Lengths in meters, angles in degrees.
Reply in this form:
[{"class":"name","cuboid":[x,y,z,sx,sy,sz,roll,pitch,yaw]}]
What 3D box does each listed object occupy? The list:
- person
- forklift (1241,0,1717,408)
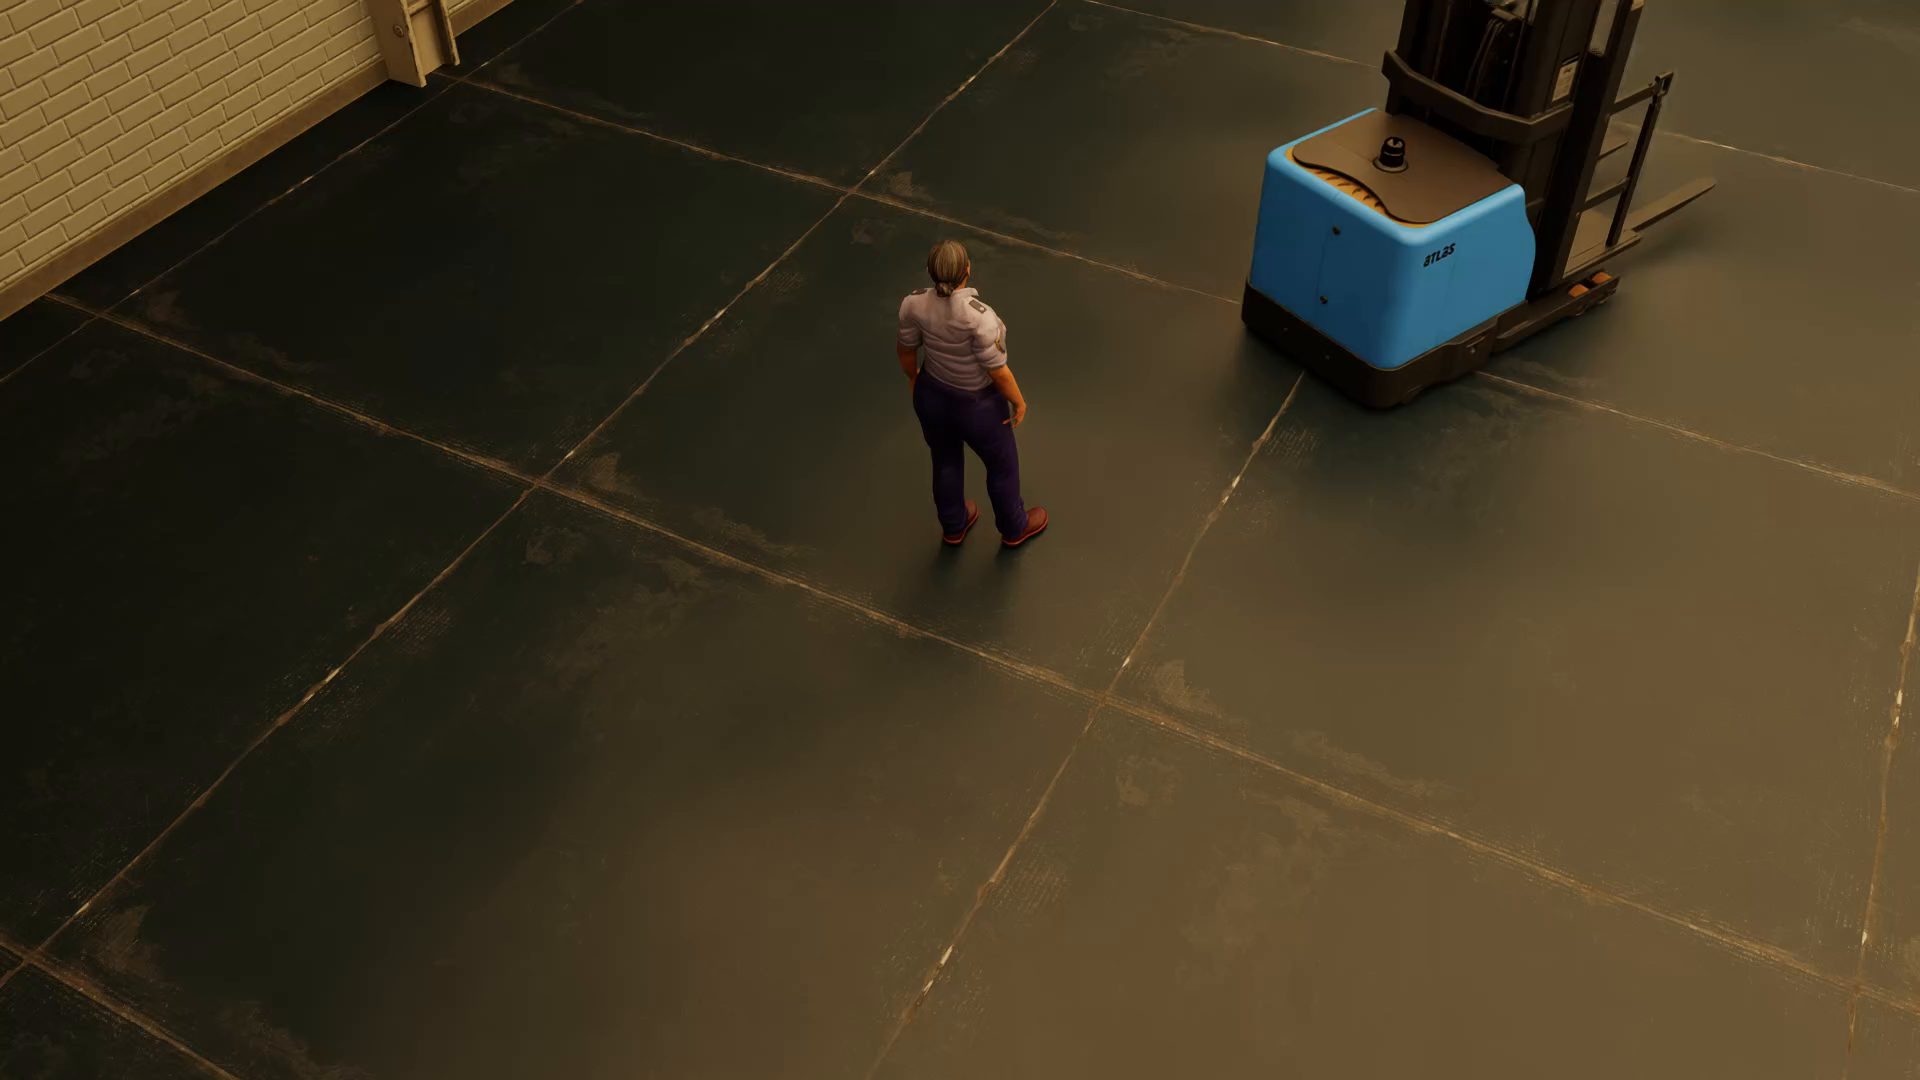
[{"class":"person","cuboid":[0.061,-0.652,7.271,0.599,1.650,0.503,20,47,20]},{"class":"forklift","cuboid":[3.000,-2.558,8.369,3.031,2.935,1.130,-27,50,-26]}]
